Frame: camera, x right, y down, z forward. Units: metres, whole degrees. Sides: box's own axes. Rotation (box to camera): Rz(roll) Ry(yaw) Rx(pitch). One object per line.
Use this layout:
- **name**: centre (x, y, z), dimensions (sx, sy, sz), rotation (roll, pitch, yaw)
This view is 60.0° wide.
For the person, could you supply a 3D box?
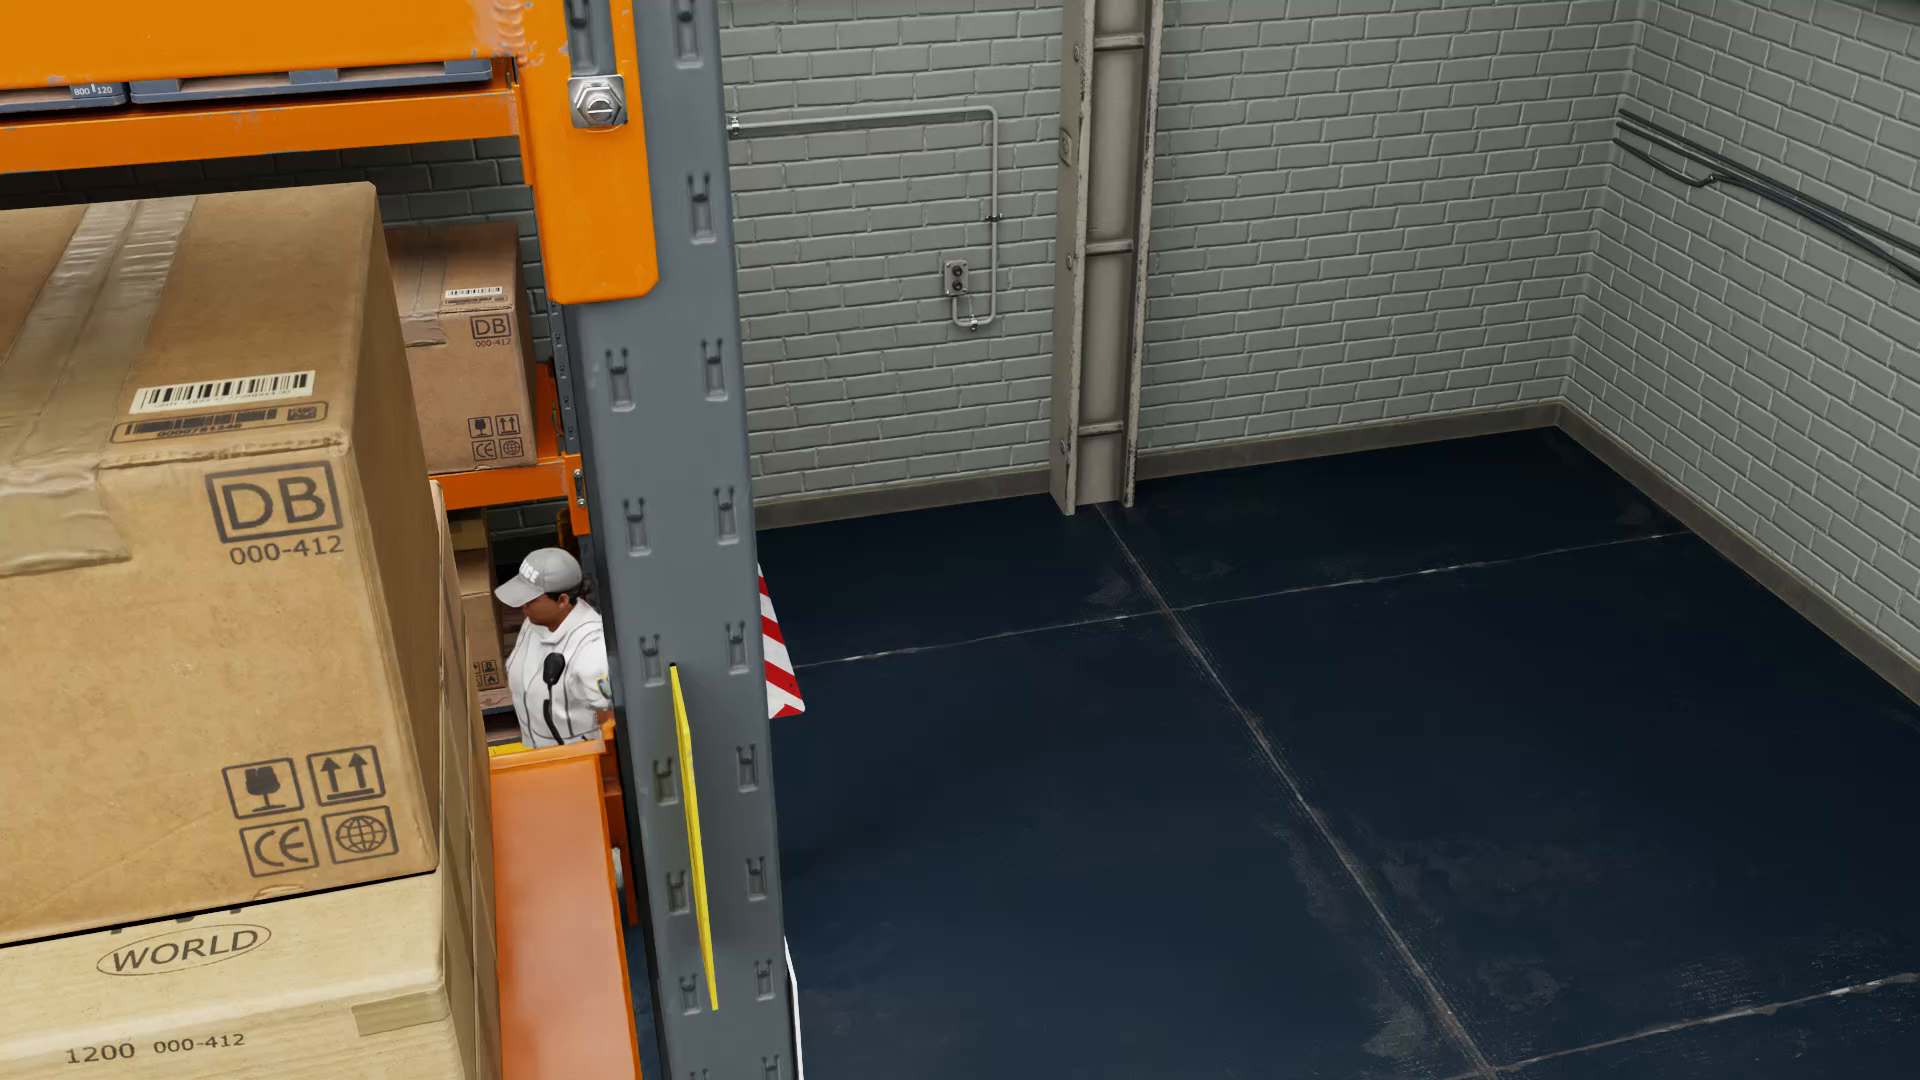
- **person**: centre (-1.300, 0.738, 5.824), dimensions (0.523, 1.652, 0.490), rotation (-26, 39, -37)
